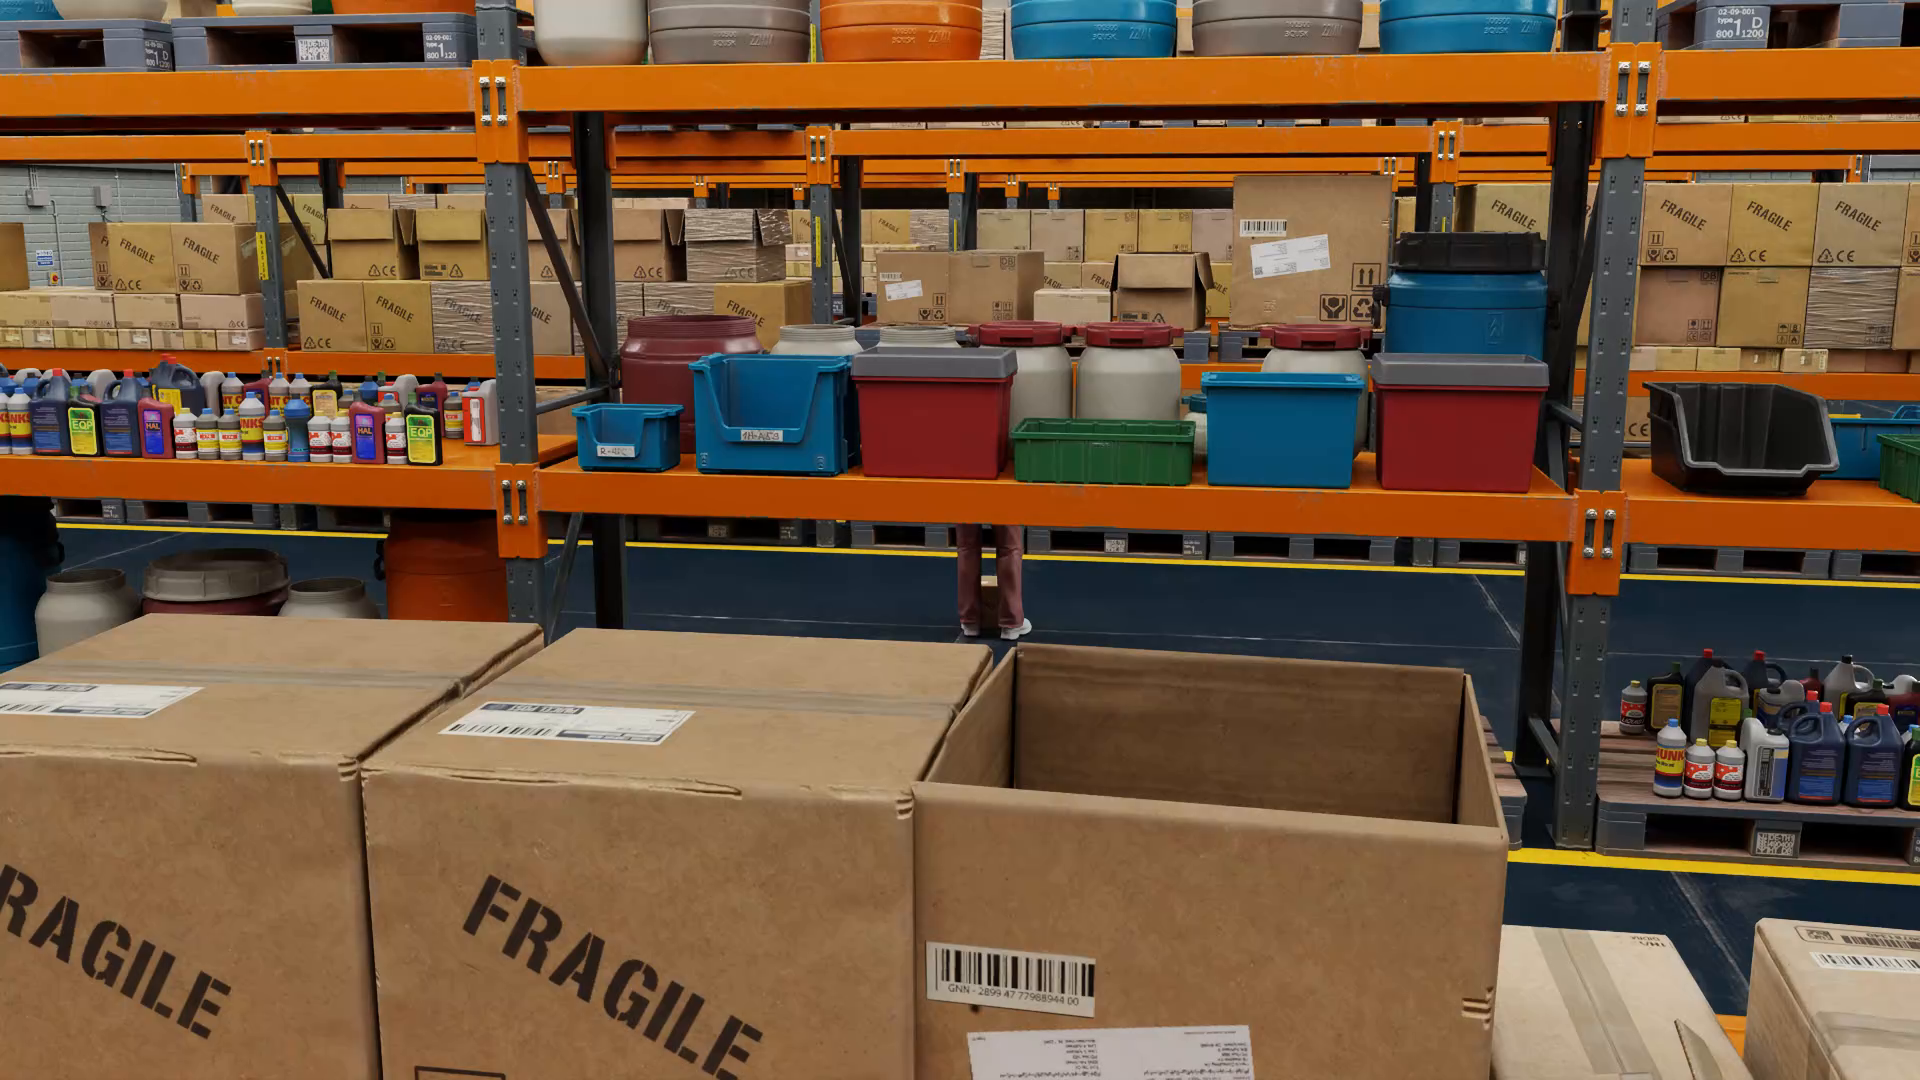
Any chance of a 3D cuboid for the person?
[{"bbox_3d":[0.139,-0.304,8.981,0.497,1.672,0.409,2,11,9],"label":"person"}]
